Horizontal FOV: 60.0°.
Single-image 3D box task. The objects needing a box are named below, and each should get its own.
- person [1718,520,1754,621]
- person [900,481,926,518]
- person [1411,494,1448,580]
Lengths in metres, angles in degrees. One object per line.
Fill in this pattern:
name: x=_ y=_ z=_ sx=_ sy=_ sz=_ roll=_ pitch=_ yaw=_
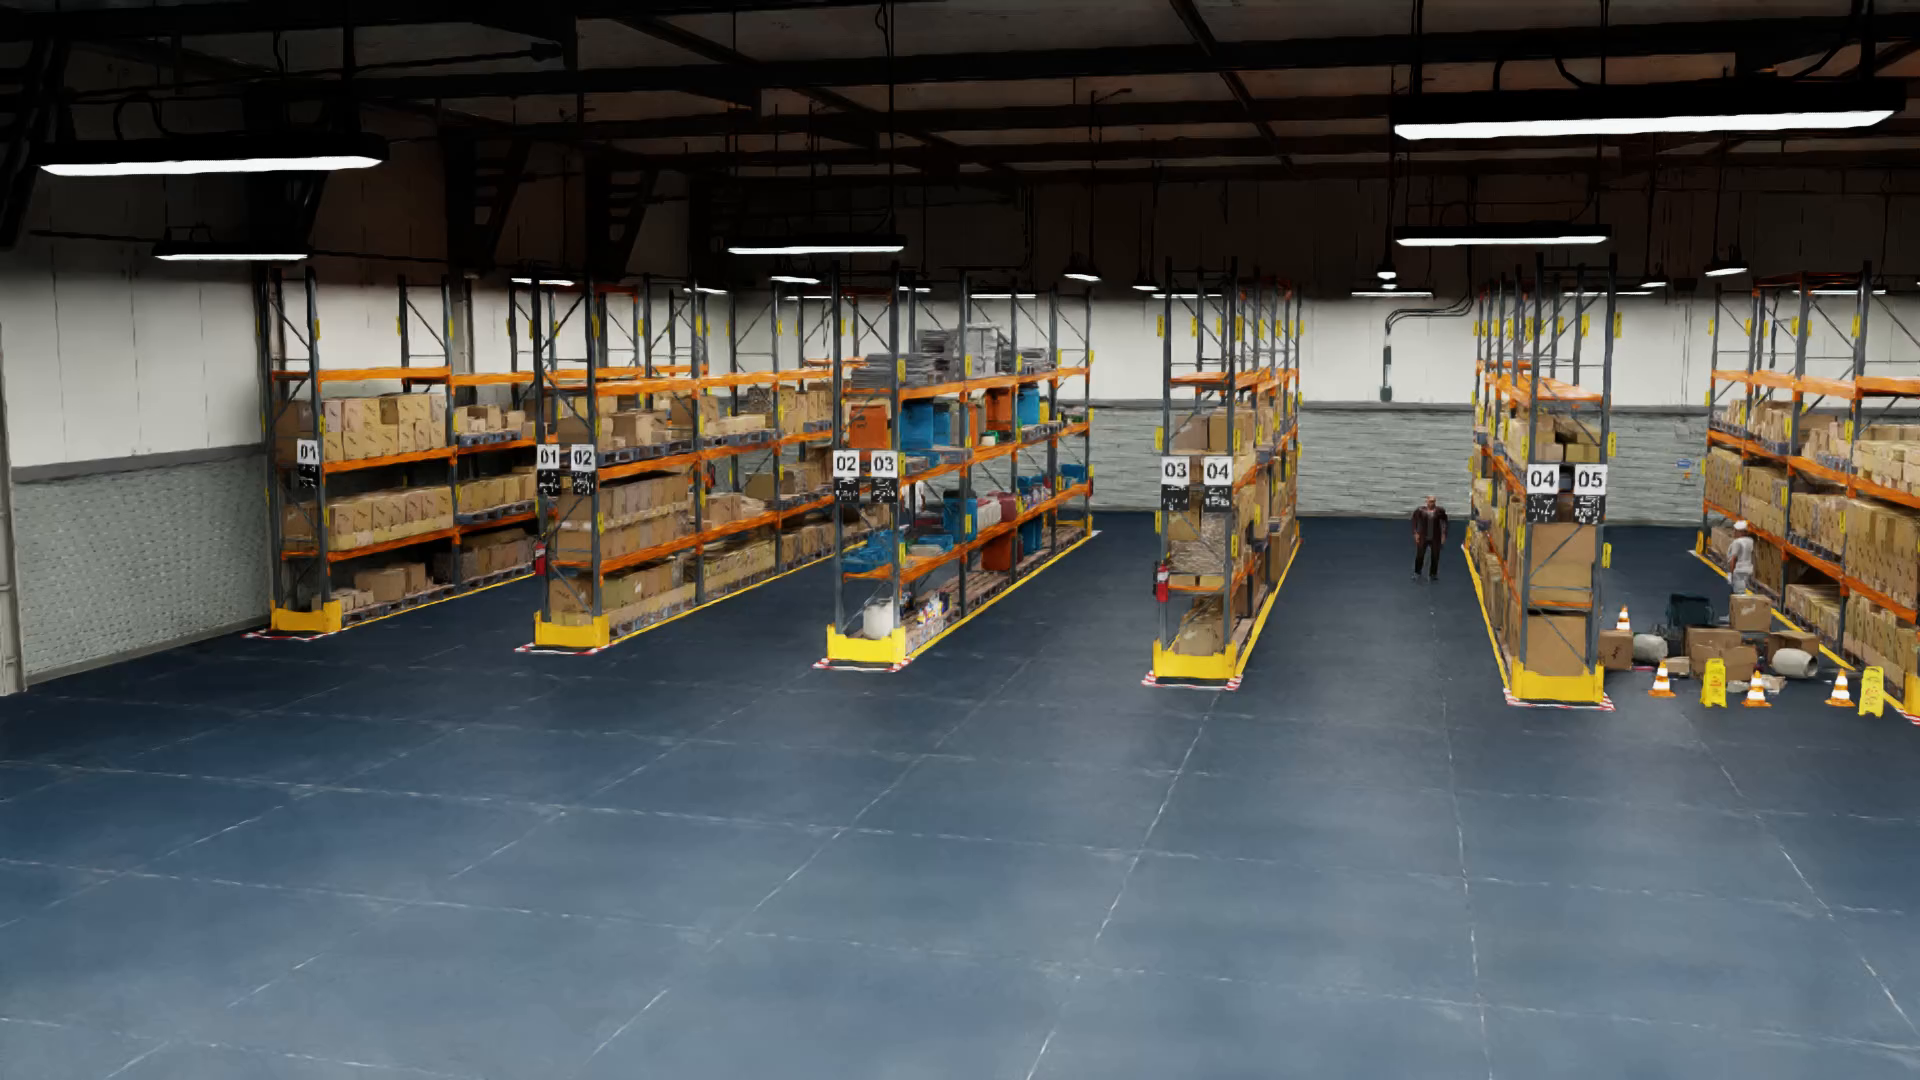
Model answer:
person: x=13.128 y=0.544 z=28.090 sx=0.583 sy=1.782 sz=0.665 roll=7 pitch=10 yaw=43
person: x=-1.140 y=-0.827 z=39.300 sx=0.577 sy=1.687 sz=1.121 roll=2 pitch=8 yaw=17
person: x=9.376 y=-0.065 z=33.250 sx=0.729 sy=1.733 sz=0.546 roll=2 pitch=7 yaw=13
